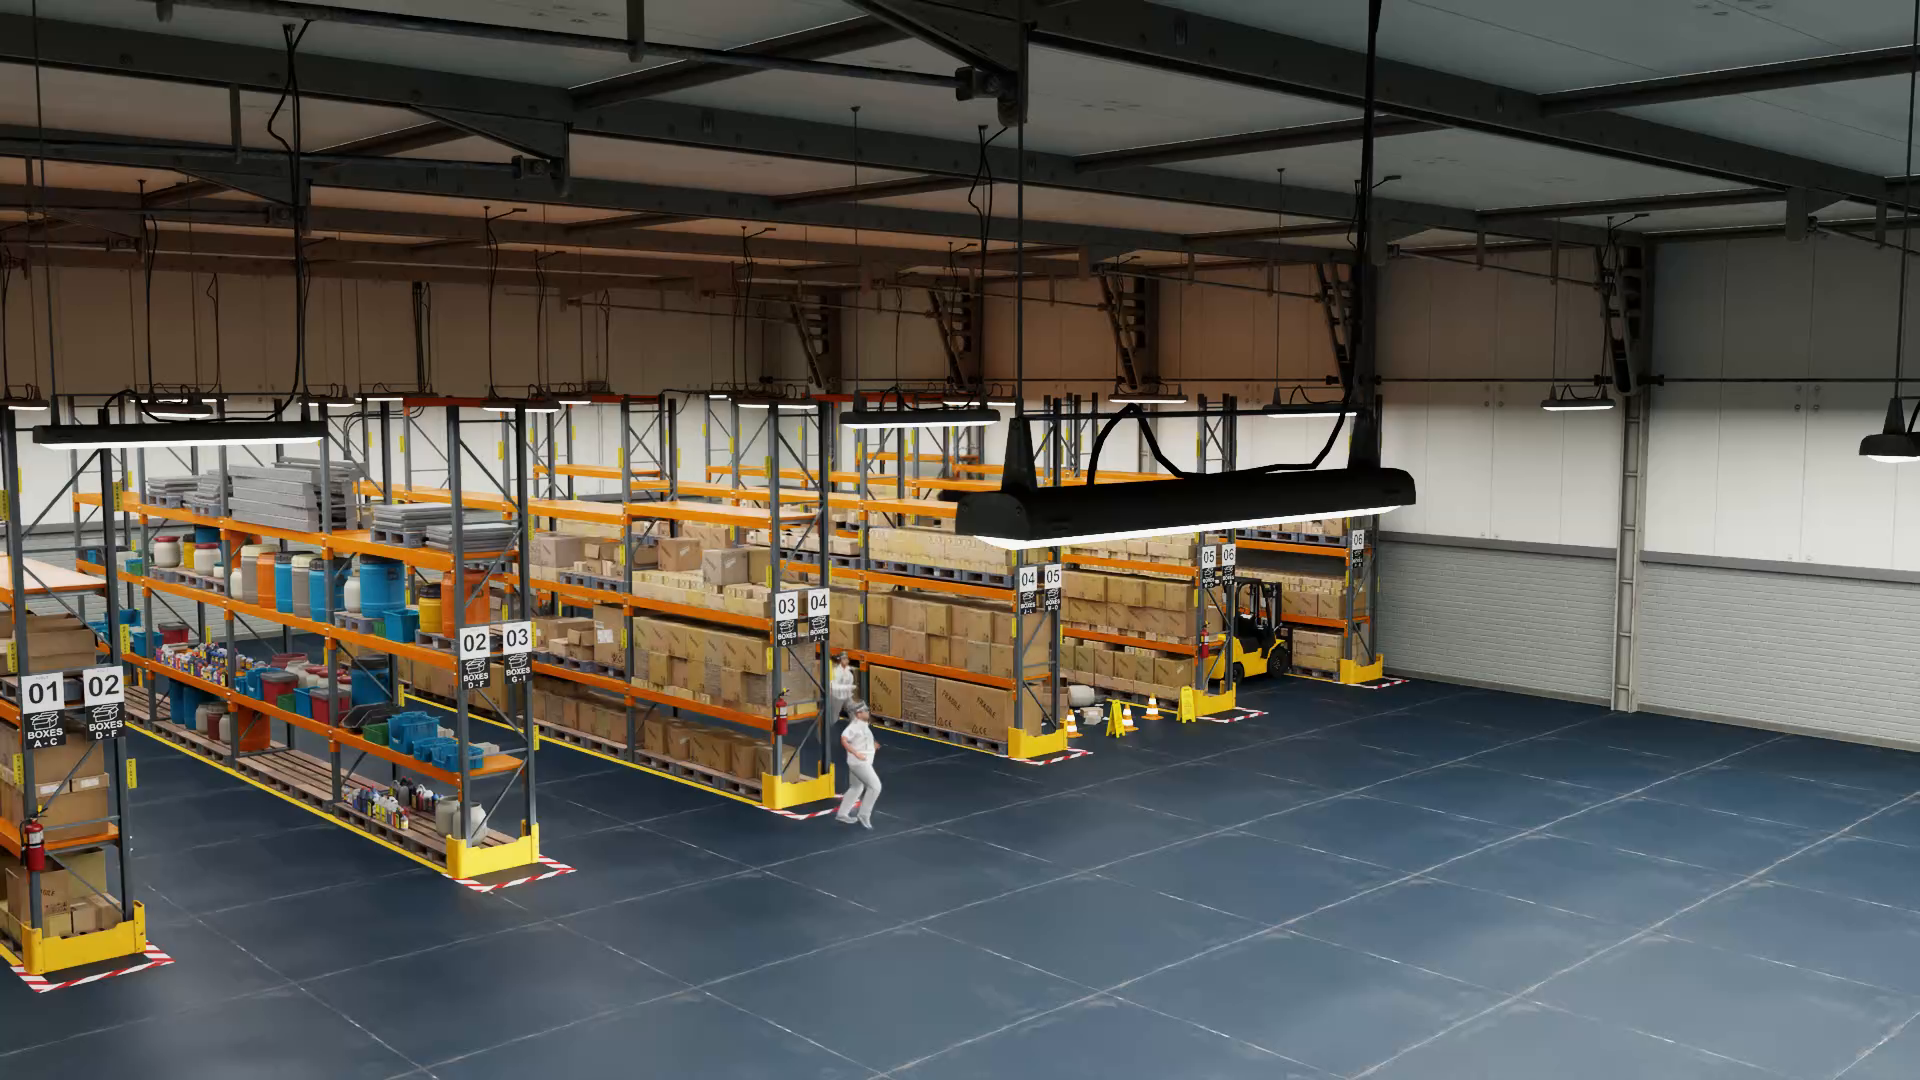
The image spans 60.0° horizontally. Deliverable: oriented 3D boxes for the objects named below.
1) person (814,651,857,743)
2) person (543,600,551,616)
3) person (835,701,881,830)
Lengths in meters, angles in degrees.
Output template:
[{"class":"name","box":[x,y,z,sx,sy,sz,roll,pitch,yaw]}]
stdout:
[{"class":"person","box":[-2.054,2.737,28.503,0.891,1.737,0.621,4,7,39]},{"class":"person","box":[-10.077,1.593,41.239,0.753,1.499,0.672,0,6,2]},{"class":"person","box":[-1.434,3.188,23.607,0.639,1.847,0.686,0,6,-1]}]
